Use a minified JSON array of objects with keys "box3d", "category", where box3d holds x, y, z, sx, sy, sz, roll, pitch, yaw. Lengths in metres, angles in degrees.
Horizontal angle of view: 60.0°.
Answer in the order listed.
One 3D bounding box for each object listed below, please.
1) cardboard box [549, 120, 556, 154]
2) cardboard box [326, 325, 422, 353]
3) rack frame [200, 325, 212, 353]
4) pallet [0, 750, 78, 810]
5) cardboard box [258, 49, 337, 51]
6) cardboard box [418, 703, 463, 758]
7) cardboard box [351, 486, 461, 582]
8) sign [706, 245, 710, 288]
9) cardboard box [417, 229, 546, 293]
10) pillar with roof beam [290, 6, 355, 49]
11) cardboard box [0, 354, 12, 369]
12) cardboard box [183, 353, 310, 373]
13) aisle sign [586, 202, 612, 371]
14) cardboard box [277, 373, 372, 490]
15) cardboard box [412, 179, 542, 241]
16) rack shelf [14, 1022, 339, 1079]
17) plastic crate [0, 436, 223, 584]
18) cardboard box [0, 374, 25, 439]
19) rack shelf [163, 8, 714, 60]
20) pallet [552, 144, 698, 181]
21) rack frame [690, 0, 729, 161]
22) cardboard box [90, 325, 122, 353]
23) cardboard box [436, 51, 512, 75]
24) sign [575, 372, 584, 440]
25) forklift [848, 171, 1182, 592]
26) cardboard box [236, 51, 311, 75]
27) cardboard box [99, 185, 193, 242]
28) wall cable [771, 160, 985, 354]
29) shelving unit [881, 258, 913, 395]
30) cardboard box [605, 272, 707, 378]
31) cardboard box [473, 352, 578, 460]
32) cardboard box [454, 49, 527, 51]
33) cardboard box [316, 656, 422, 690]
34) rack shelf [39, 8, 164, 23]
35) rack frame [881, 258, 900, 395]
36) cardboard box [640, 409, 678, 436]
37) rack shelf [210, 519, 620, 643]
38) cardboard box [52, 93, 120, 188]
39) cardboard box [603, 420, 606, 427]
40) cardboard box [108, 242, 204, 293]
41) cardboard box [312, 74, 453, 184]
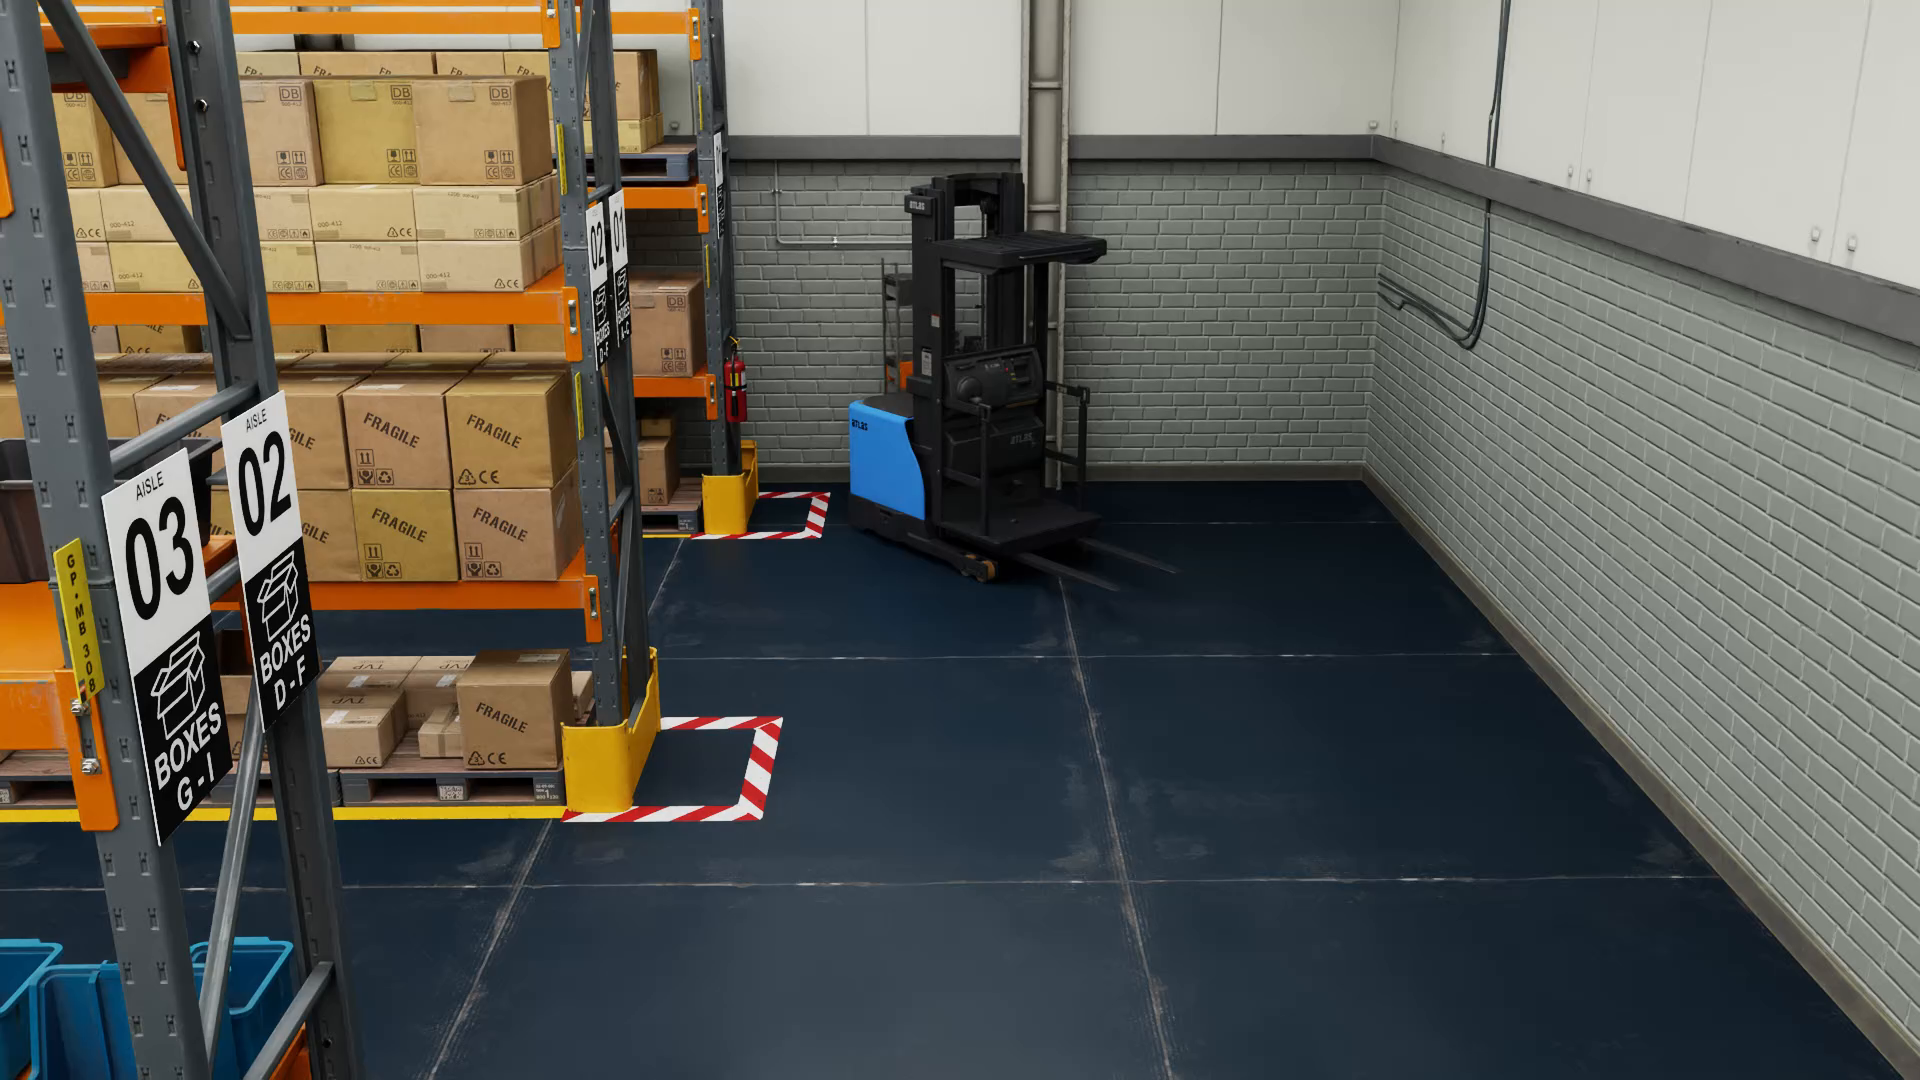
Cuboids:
[{"box3d":[-3.219,-3.166,12.991,0.500,0.250,0.500,-1,18,-3],"category":"cardboard box"},{"box3d":[-4.697,-1.772,13.671,0.700,0.700,0.980,-1,18,-2],"category":"cardboard box"},{"box3d":[-5.970,-1.630,13.718,0.127,3.000,1.000,0,18,-1],"category":"rack frame"},{"box3d":[-5.201,1.208,9.437,1.213,0.211,1.003,0,18,-1],"category":"pallet"},{"box3d":[-5.275,-3.666,13.322,0.500,0.500,0.500,0,18,-1],"category":"cardboard box"},{"box3d":[-2.835,1.056,9.265,0.250,0.166,0.380,0,18,-1],"category":"cardboard box"},{"box3d":[-2.851,-0.095,8.770,0.500,0.500,0.500,0,18,0],"category":"cardboard box"},{"box3d":[-1.976,-2.148,13.048,0.005,0.325,0.100,0,18,-1],"category":"sign"},{"box3d":[-2.398,-1.410,8.368,0.500,0.250,0.500,0,18,-1],"category":"cardboard box"},{"box3d":[-5.216,-3.439,9.537,0.400,9.000,9.100,0,18,-1],"category":"pillar with roof beam"},{"box3d":[-5.387,-0.722,9.088,0.500,0.500,0.500,0,18,-1],"category":"cardboard box"},{"box3d":[-3.867,-0.730,9.112,0.500,0.500,0.500,0,18,-1],"category":"cardboard box"},{"box3d":[-1.816,-1.281,8.374,0.004,0.787,0.394,0,18,-1],"category":"aisle sign"},{"box3d":[-3.353,-0.567,8.605,0.500,0.500,0.500,0,18,1],"category":"cardboard box"},{"box3d":[-2.398,-1.651,8.300,0.500,0.250,0.500,0,18,-1],"category":"cardboard box"},{"box3d":[-3.814,1.729,4.426,4.000,0.370,1.077,0,18,-1],"category":"rack shelf"},{"box3d":[-2.204,-0.073,4.167,0.590,0.269,0.497,0,18,-1],"category":"plastic crate"},{"box3d":[-4.897,-0.560,8.581,0.500,0.500,0.500,-1,18,-3],"category":"cardboard box"},{"box3d":[-3.970,-3.963,13.003,4.000,0.370,1.077,0,18,-1],"category":"rack shelf"},{"box3d":[-2.712,-3.029,13.313,1.213,0.211,1.003,0,18,-1],"category":"pallet"},{"box3d":[-1.971,-4.506,12.862,0.127,3.000,1.000,0,18,-1],"category":"rack frame"},{"box3d":[-6.938,-1.744,13.390,0.500,0.500,0.500,0,18,0],"category":"cardboard box"},{"box3d":[-3.720,-3.520,12.865,0.500,0.500,0.500,-1,18,-3],"category":"cardboard box"},{"box3d":[-1.900,-0.669,8.308,0.005,0.325,0.100,0,18,-1],"category":"sign"},{"box3d":[0.398,-1.247,12.636,1.130,2.935,3.031,-14,23,-37],"category":"forklift"},{"box3d":[-5.253,-3.509,12.833,0.500,0.500,0.500,0,18,-1],"category":"cardboard box"},{"box3d":[-3.898,-1.643,8.274,0.500,0.250,0.500,0,18,-1],"category":"cardboard box"},{"box3d":[-0.705,-2.428,14.543,1.851,1.984,0.084,0,18,-1],"category":"wall cable"},{"box3d":[-0.356,-1.372,14.367,0.503,2.100,0.431,-7,17,-20],"category":"shelving unit"},{"box3d":[-2.480,-1.787,13.715,0.700,0.700,0.980,1,18,2],"category":"cardboard box"},{"box3d":[-2.336,-0.738,9.138,0.500,0.500,0.500,0,18,1],"category":"cardboard box"},{"box3d":[-3.737,-3.678,13.359,0.500,0.500,0.500,0,18,-1],"category":"cardboard box"},{"box3d":[-3.437,0.884,9.662,0.500,0.250,0.500,0,18,-1],"category":"cardboard box"},{"box3d":[-7.970,-3.944,12.943,4.000,0.370,1.077,0,18,-1],"category":"rack shelf"},{"box3d":[-0.583,-1.345,14.284,0.015,2.100,0.400,-7,17,-20],"category":"rack frame"},{"box3d":[-2.547,-0.996,14.083,0.250,0.149,0.380,0,18,0],"category":"cardboard box"},{"box3d":[-3.888,0.216,9.142,4.000,0.370,1.077,0,18,-1],"category":"rack shelf"},{"box3d":[-4.401,-2.047,8.305,0.500,0.500,0.700,0,18,-1],"category":"cardboard box"},{"box3d":[-3.050,-0.876,13.711,0.250,0.149,0.380,0,18,1],"category":"cardboard box"},{"box3d":[-3.898,-1.407,8.359,0.500,0.250,0.500,0,18,-1],"category":"cardboard box"},{"box3d":[-2.903,-2.104,8.486,0.500,0.500,0.700,0,18,-1],"category":"cardboard box"}]
